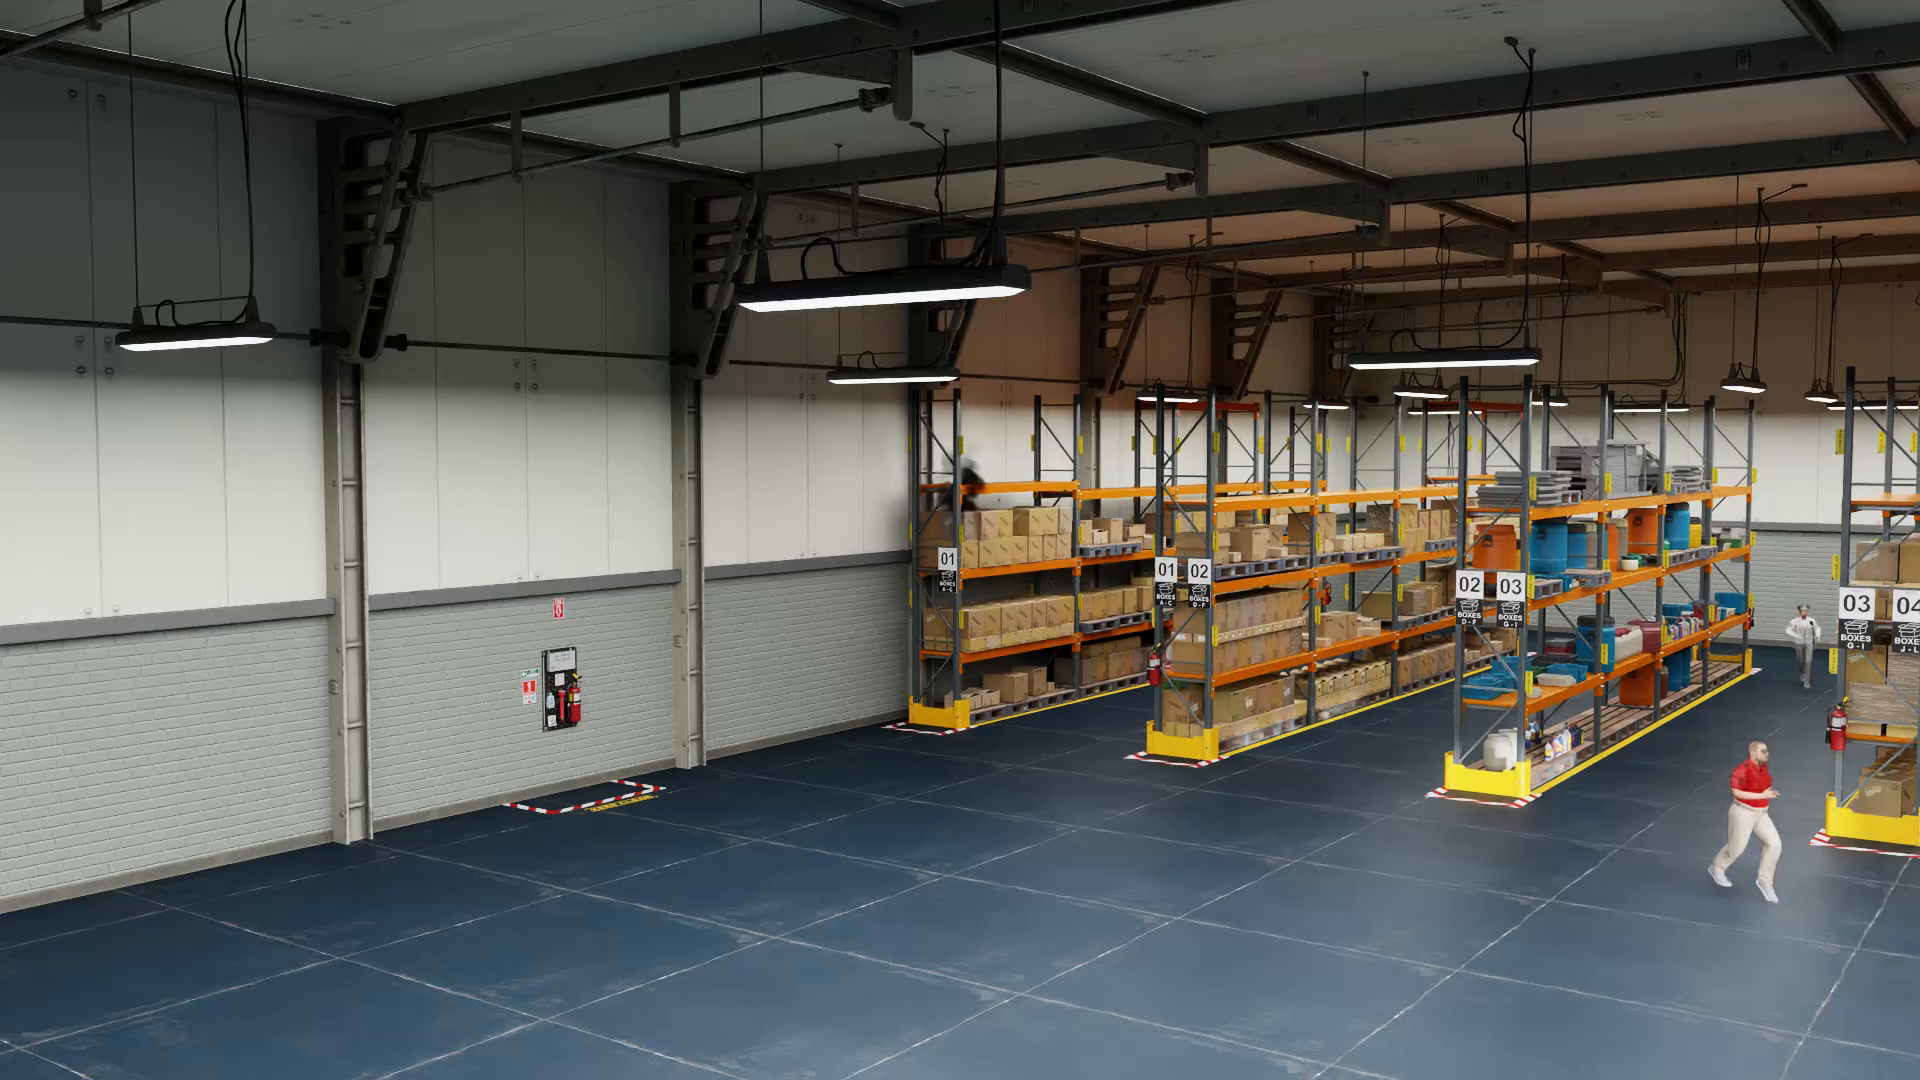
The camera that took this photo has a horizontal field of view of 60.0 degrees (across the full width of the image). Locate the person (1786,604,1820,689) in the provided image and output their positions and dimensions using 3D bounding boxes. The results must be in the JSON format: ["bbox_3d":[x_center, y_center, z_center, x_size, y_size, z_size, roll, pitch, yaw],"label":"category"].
[{"bbox_3d":[17.535,2.195,34.576,0.658,1.738,0.817,1,3,20],"label":"person"}]

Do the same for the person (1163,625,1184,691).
[{"bbox_3d":[3.886,2.407,30.154,0.668,1.749,0.583,2,4,31],"label":"person"}]

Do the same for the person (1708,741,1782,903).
[{"bbox_3d":[8.747,3.104,18.510,0.681,1.784,0.883,-2,4,-28],"label":"person"}]
